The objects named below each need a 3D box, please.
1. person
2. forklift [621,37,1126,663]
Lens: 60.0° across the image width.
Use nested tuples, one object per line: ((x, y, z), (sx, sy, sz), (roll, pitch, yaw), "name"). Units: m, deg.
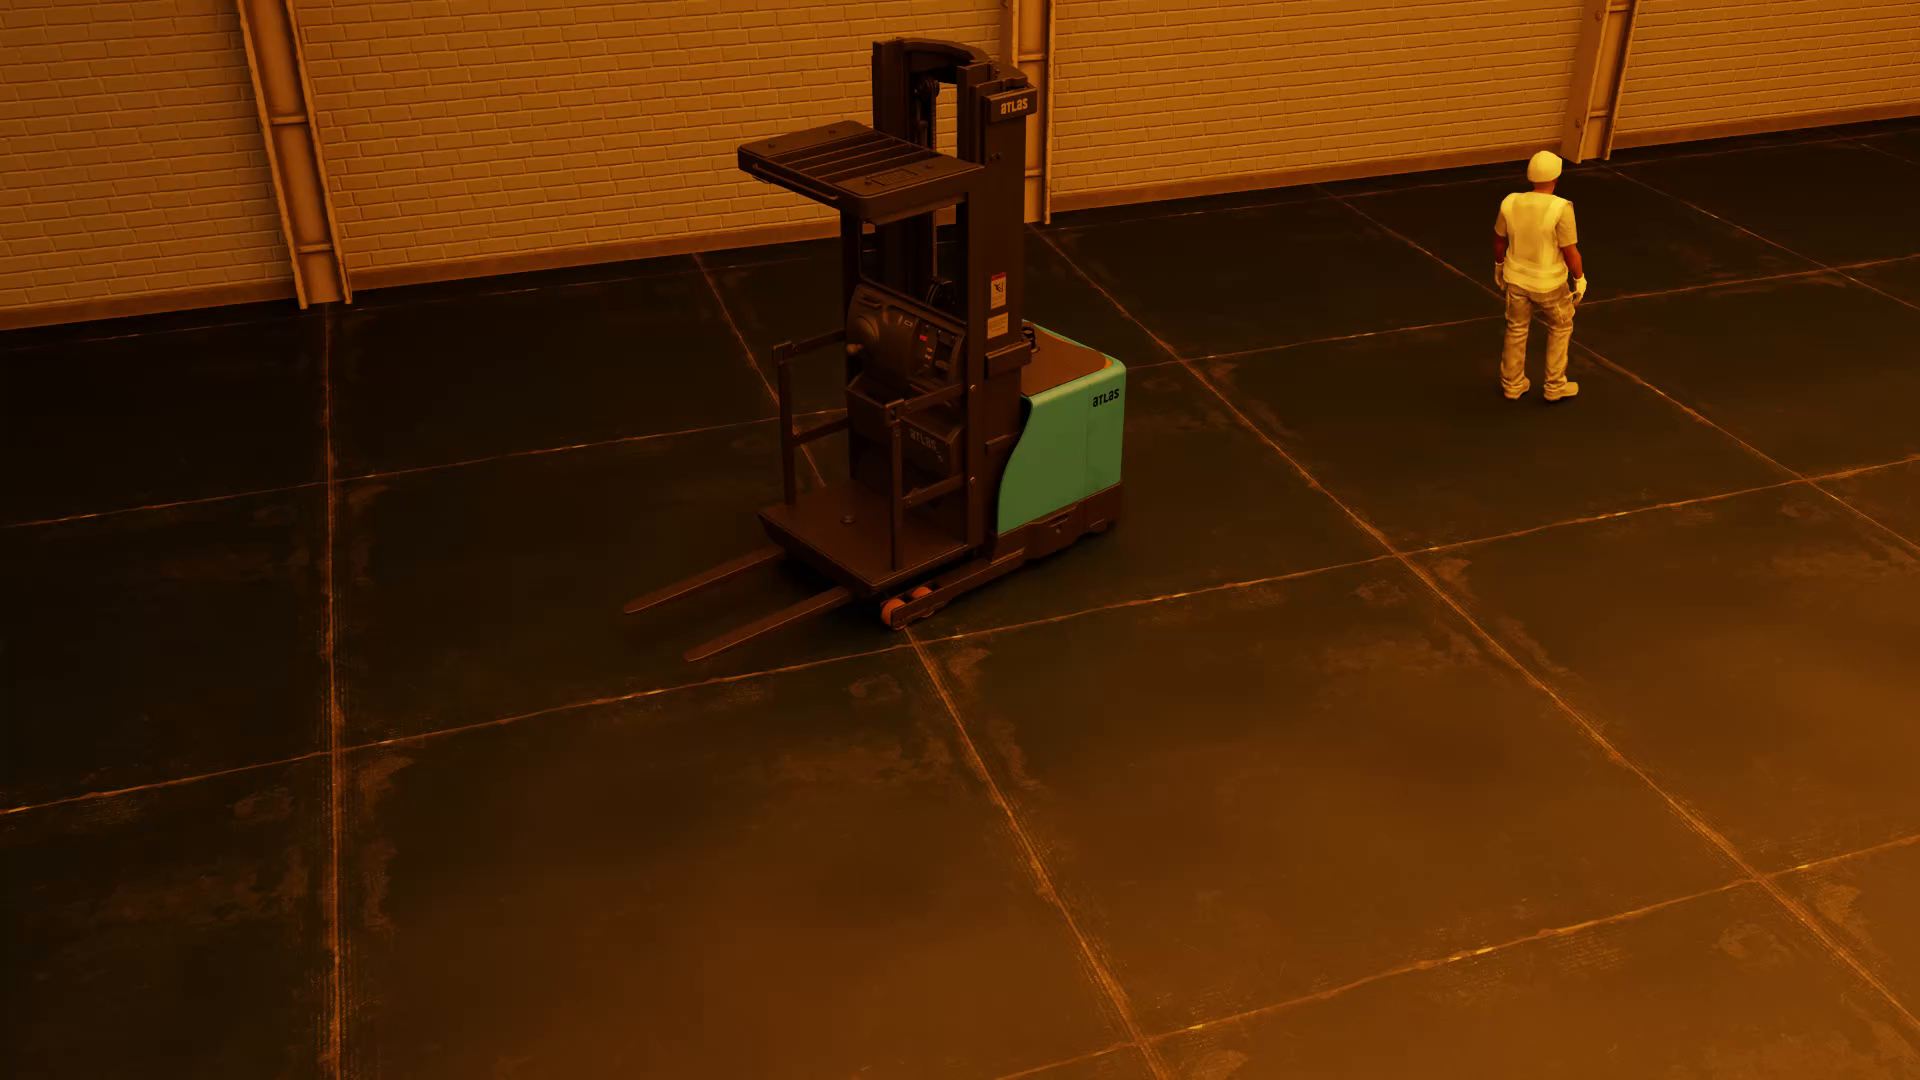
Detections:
((3.971, -1.803, 11.360), (0.590, 1.778, 0.656), (-26, 39, -37), "person")
((-0.461, -1.072, 8.951), (3.031, 2.935, 1.130), (-23, 37, -34), "forklift")
